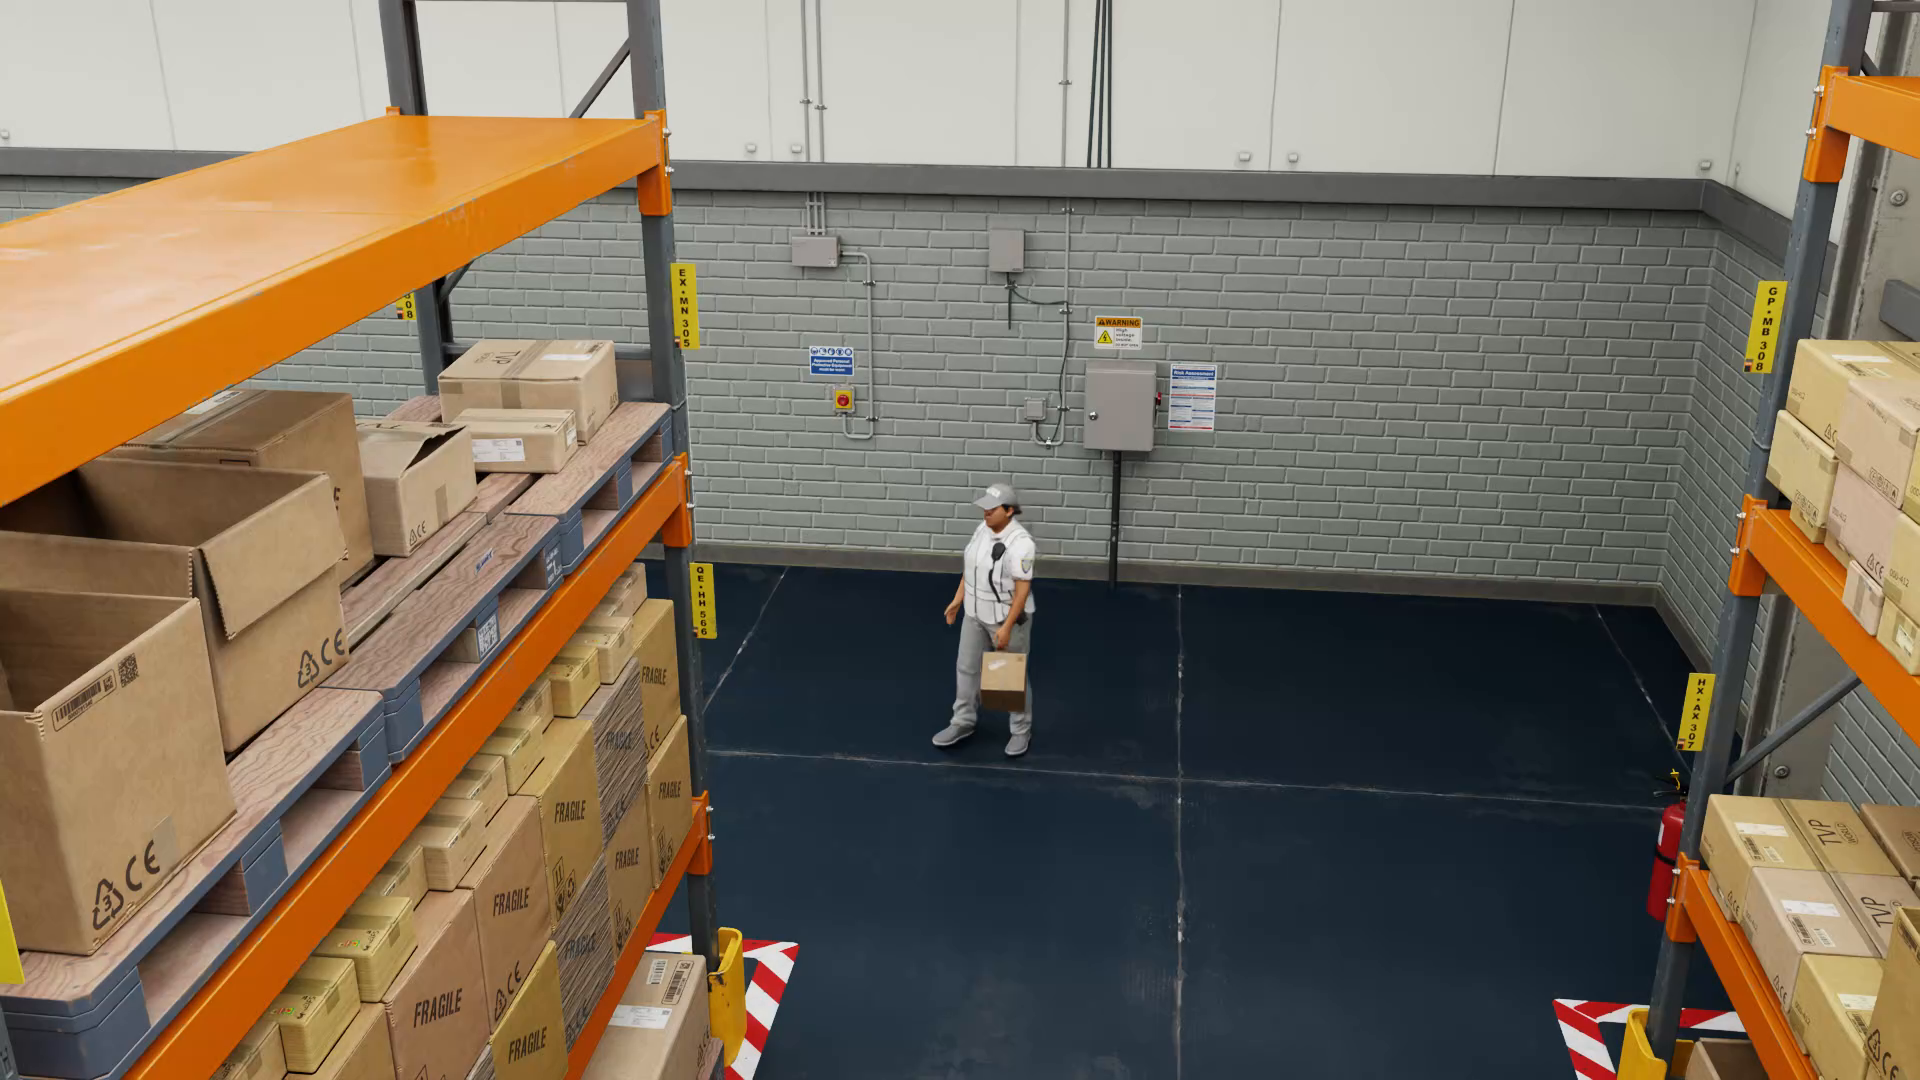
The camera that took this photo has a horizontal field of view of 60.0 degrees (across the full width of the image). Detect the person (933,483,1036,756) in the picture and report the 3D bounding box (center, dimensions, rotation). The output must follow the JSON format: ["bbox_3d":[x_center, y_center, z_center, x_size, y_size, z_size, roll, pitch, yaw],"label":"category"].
[{"bbox_3d":[0.161,0.469,9.841,0.540,1.664,0.559,-17,27,-37],"label":"person"}]
